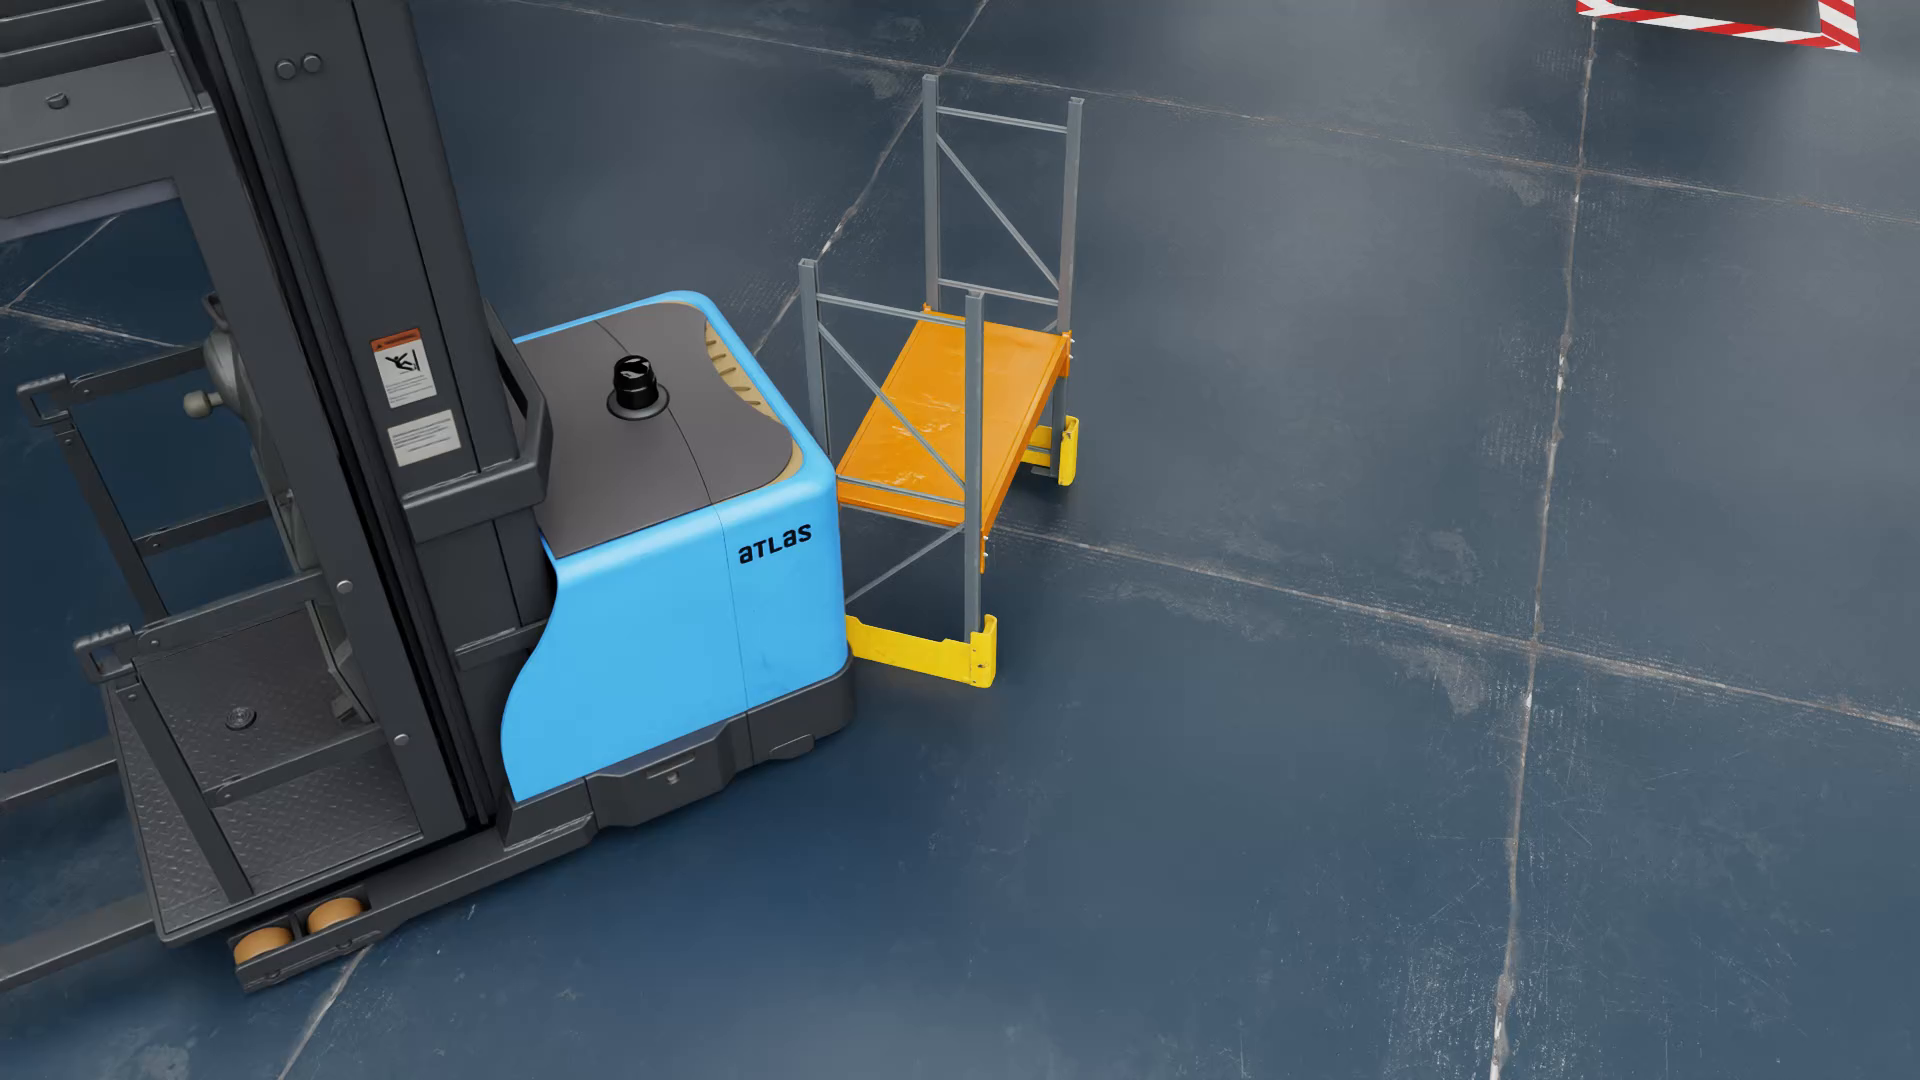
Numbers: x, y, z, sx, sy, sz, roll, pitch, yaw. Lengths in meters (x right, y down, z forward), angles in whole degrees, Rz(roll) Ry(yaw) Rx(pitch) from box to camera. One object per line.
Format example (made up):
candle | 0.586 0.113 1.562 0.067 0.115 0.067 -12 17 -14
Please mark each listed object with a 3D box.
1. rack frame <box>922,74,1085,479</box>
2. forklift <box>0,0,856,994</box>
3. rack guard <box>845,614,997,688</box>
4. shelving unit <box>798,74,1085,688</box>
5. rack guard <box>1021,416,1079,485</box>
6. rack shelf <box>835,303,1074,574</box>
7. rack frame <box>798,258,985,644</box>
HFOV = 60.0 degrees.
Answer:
rack frame | 0.128 -0.818 5.514 0.500 1.500 0.032 13 46 13
forklift | -1.862 -0.265 3.925 3.031 2.935 1.130 -21 48 -20
rack guard | -0.174 0.293 5.271 0.587 0.250 0.087 13 46 13
shelving unit | -0.023 -0.485 5.174 0.587 1.500 1.083 13 46 13
rack guard | 0.128 -0.370 5.950 0.587 0.250 0.087 13 46 13
rack shelf | -0.026 -0.351 5.293 0.538 0.185 1.000 13 46 13
rack frame | -0.180 -0.140 4.821 0.500 1.500 0.032 13 46 13
